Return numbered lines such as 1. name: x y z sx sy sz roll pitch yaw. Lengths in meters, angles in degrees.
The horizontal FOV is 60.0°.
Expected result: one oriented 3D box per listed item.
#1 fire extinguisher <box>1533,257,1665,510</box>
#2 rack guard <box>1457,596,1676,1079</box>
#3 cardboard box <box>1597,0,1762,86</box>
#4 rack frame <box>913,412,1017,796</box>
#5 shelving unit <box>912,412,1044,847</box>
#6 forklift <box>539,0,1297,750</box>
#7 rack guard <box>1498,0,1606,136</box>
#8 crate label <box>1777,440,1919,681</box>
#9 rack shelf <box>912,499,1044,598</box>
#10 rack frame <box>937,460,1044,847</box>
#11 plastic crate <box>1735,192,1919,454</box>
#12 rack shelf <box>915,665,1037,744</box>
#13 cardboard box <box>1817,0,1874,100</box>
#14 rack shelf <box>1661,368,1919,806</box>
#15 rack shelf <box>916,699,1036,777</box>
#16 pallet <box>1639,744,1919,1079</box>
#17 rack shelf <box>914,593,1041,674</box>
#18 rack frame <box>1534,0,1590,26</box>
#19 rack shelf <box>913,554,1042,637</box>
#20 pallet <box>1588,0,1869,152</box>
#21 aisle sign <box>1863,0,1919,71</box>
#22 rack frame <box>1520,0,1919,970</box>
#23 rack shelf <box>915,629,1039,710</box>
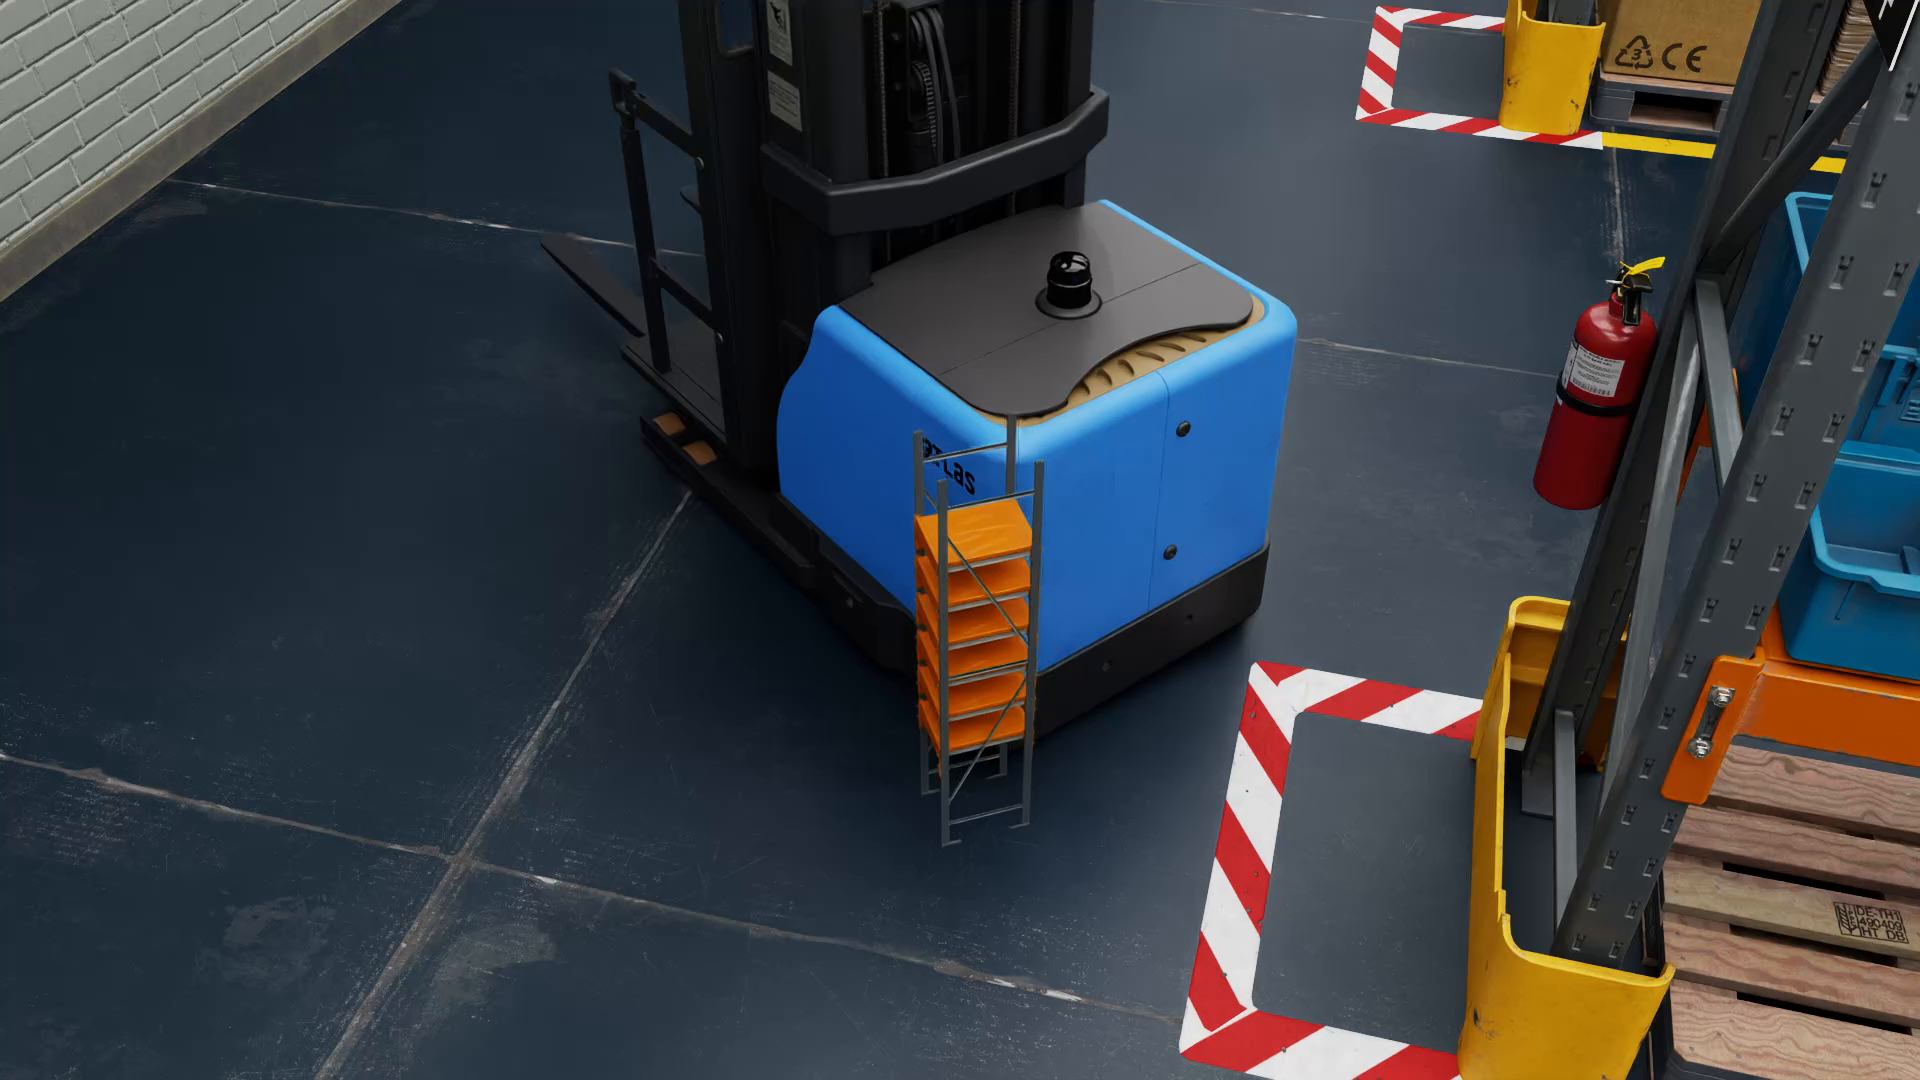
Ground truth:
1. fire extinguisher: 1.441 -0.378 3.717 0.183 0.674 0.296 10 41 11
2. rack guard: 1.442 0.719 4.006 0.348 0.500 1.175 10 41 11
3. cardboard box: 3.388 -2.610 7.351 0.875 0.875 0.875 10 41 11
4. rack frame: 0.012 0.198 4.081 0.240 1.200 0.006 -12 41 -13
5. shelving unit: 0.039 0.254 4.014 0.258 1.200 0.189 -12 41 -13
6. forklift: -0.402 -1.454 4.702 1.130 2.935 3.031 -26 47 -28
7. rack guard: 2.726 -2.367 7.679 0.348 0.500 1.175 10 41 11
8. crate label: 1.622 0.044 2.949 0.303 0.233 0.416 10 41 11
9. rack shelf: 0.039 0.013 3.811 0.258 0.103 0.180 -12 41 -13
10. rack frame: 0.067 0.310 3.947 0.240 1.200 0.006 -12 41 -13
11. plastic crate: 1.841 -0.340 3.248 0.499 0.435 0.616 10 41 11
12. rack shelf: 0.039 0.380 4.120 0.258 0.103 0.180 -12 41 -13
13. cardboard box: 4.267 -2.459 7.171 0.875 0.875 0.875 10 41 11
14. rack shelf: 3.401 0.365 3.042 4.000 0.370 1.077 10 41 11
15. rack shelf: 0.039 0.472 4.197 0.258 0.103 0.180 -12 41 -13
16. pallet: 2.256 0.986 3.911 1.213 0.211 1.003 10 41 11
17. rack shelf: 0.039 0.196 3.966 0.258 0.103 0.180 -12 41 -13
18. rack frame: 2.749 -3.320 6.870 0.127 3.000 1.000 10 41 11
19. rack shelf: 0.039 0.105 3.888 0.258 0.103 0.180 -12 41 -13
20. pallet: 3.542 -2.168 7.667 1.213 0.211 1.003 10 41 11
21. aisle sign: 1.323 -1.066 2.165 0.004 0.787 0.394 10 41 11
22. rack frame: 1.469 -0.243 3.207 0.127 3.000 1.000 10 41 11
23. rack shelf: 0.039 0.288 4.043 0.258 0.103 0.180 -12 41 -13
